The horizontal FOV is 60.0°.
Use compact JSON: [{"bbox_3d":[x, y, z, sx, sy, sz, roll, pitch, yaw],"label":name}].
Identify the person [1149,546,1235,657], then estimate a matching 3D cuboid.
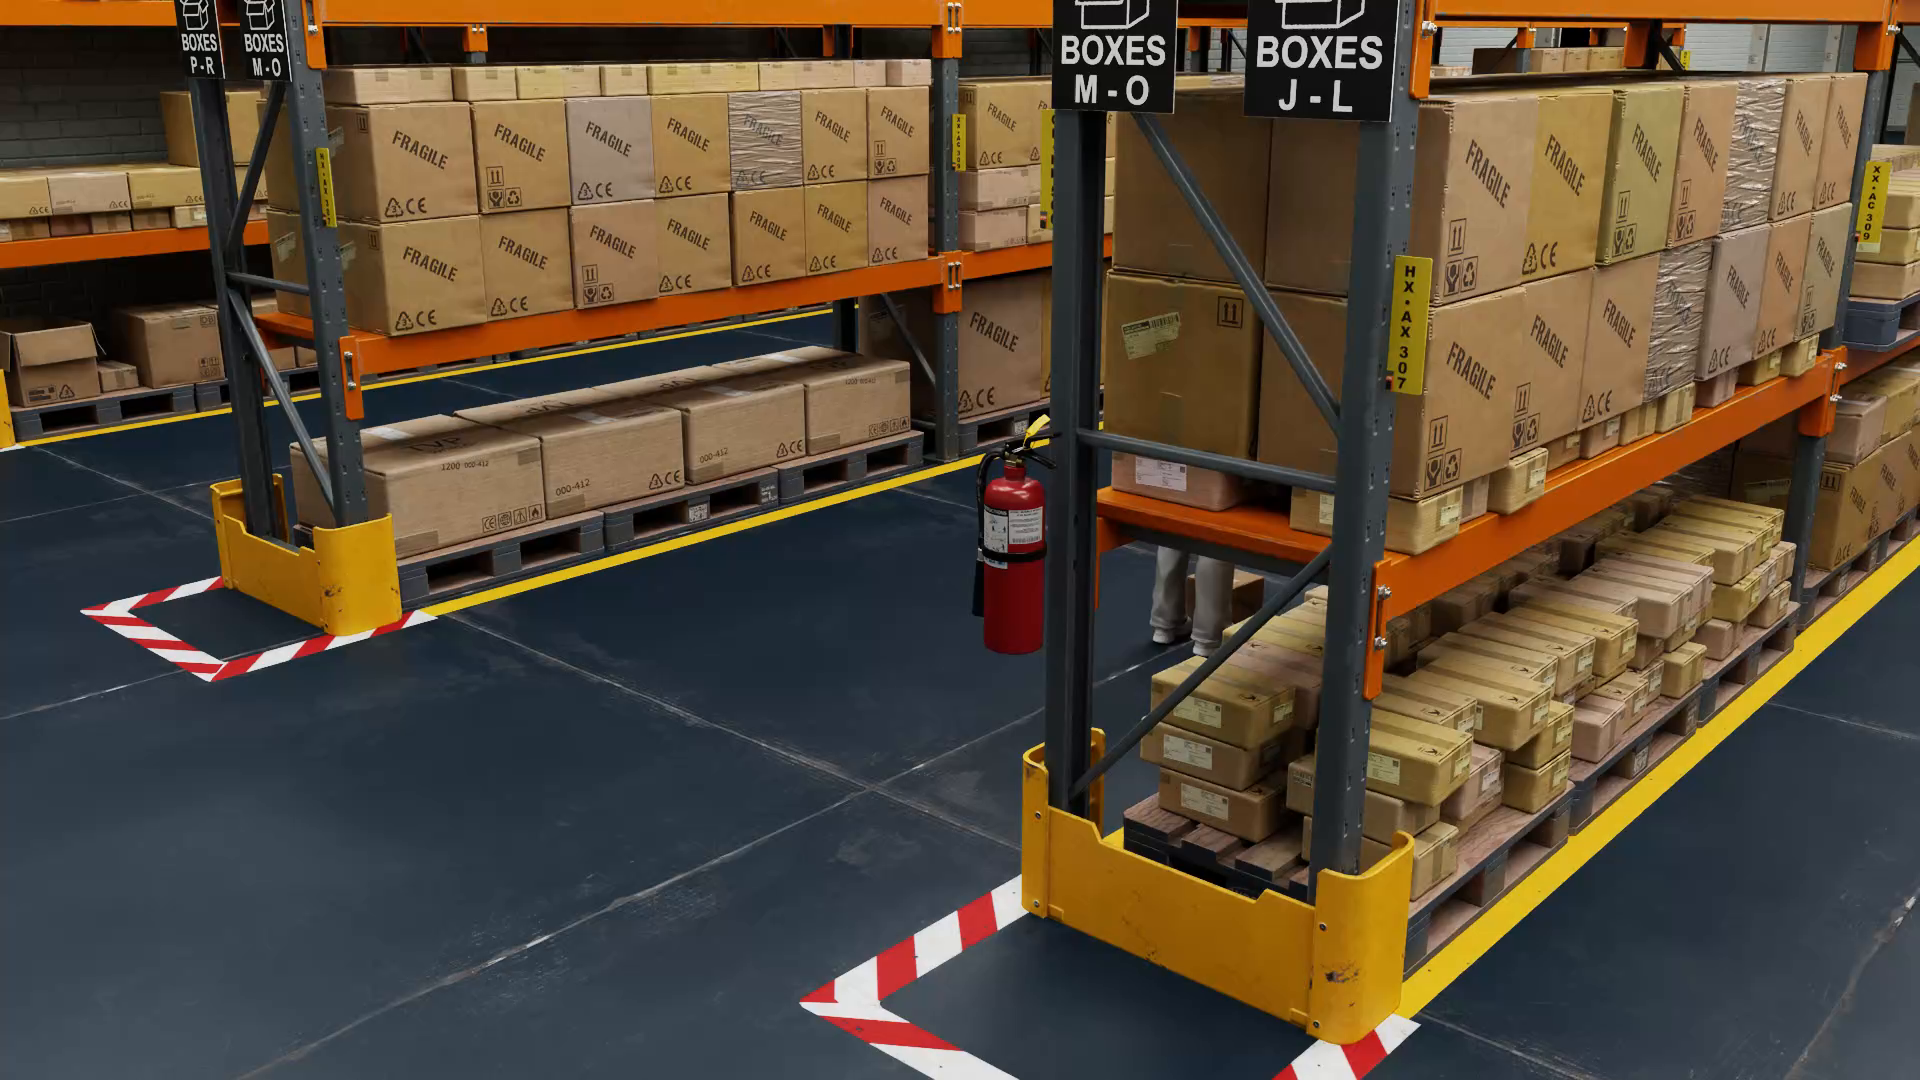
[{"bbox_3d":[1.025,-0.345,7.172,0.356,1.673,0.487,-15,22,-40],"label":"person"}]
